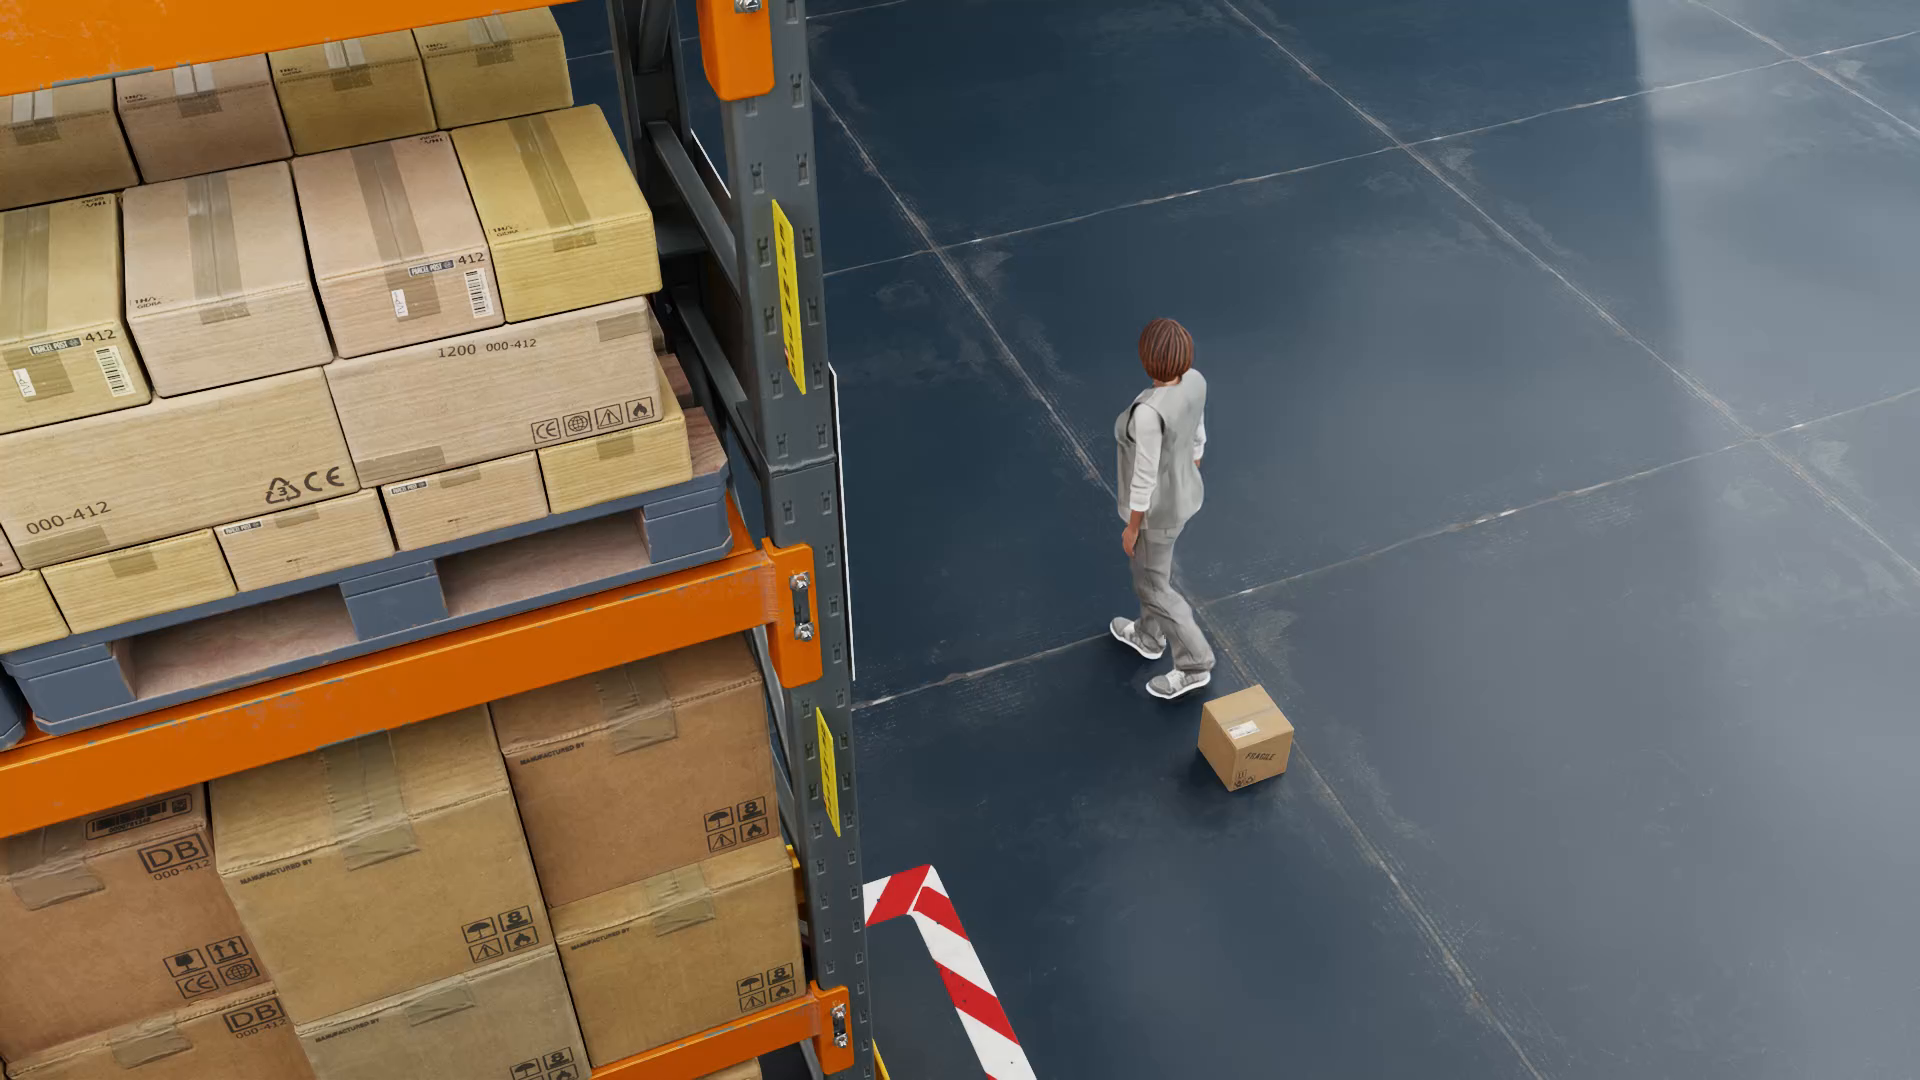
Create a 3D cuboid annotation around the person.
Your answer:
[{"bbox_3d":[0.812,-0.092,6.280,0.513,1.571,0.470,24,48,24],"label":"person"}]
